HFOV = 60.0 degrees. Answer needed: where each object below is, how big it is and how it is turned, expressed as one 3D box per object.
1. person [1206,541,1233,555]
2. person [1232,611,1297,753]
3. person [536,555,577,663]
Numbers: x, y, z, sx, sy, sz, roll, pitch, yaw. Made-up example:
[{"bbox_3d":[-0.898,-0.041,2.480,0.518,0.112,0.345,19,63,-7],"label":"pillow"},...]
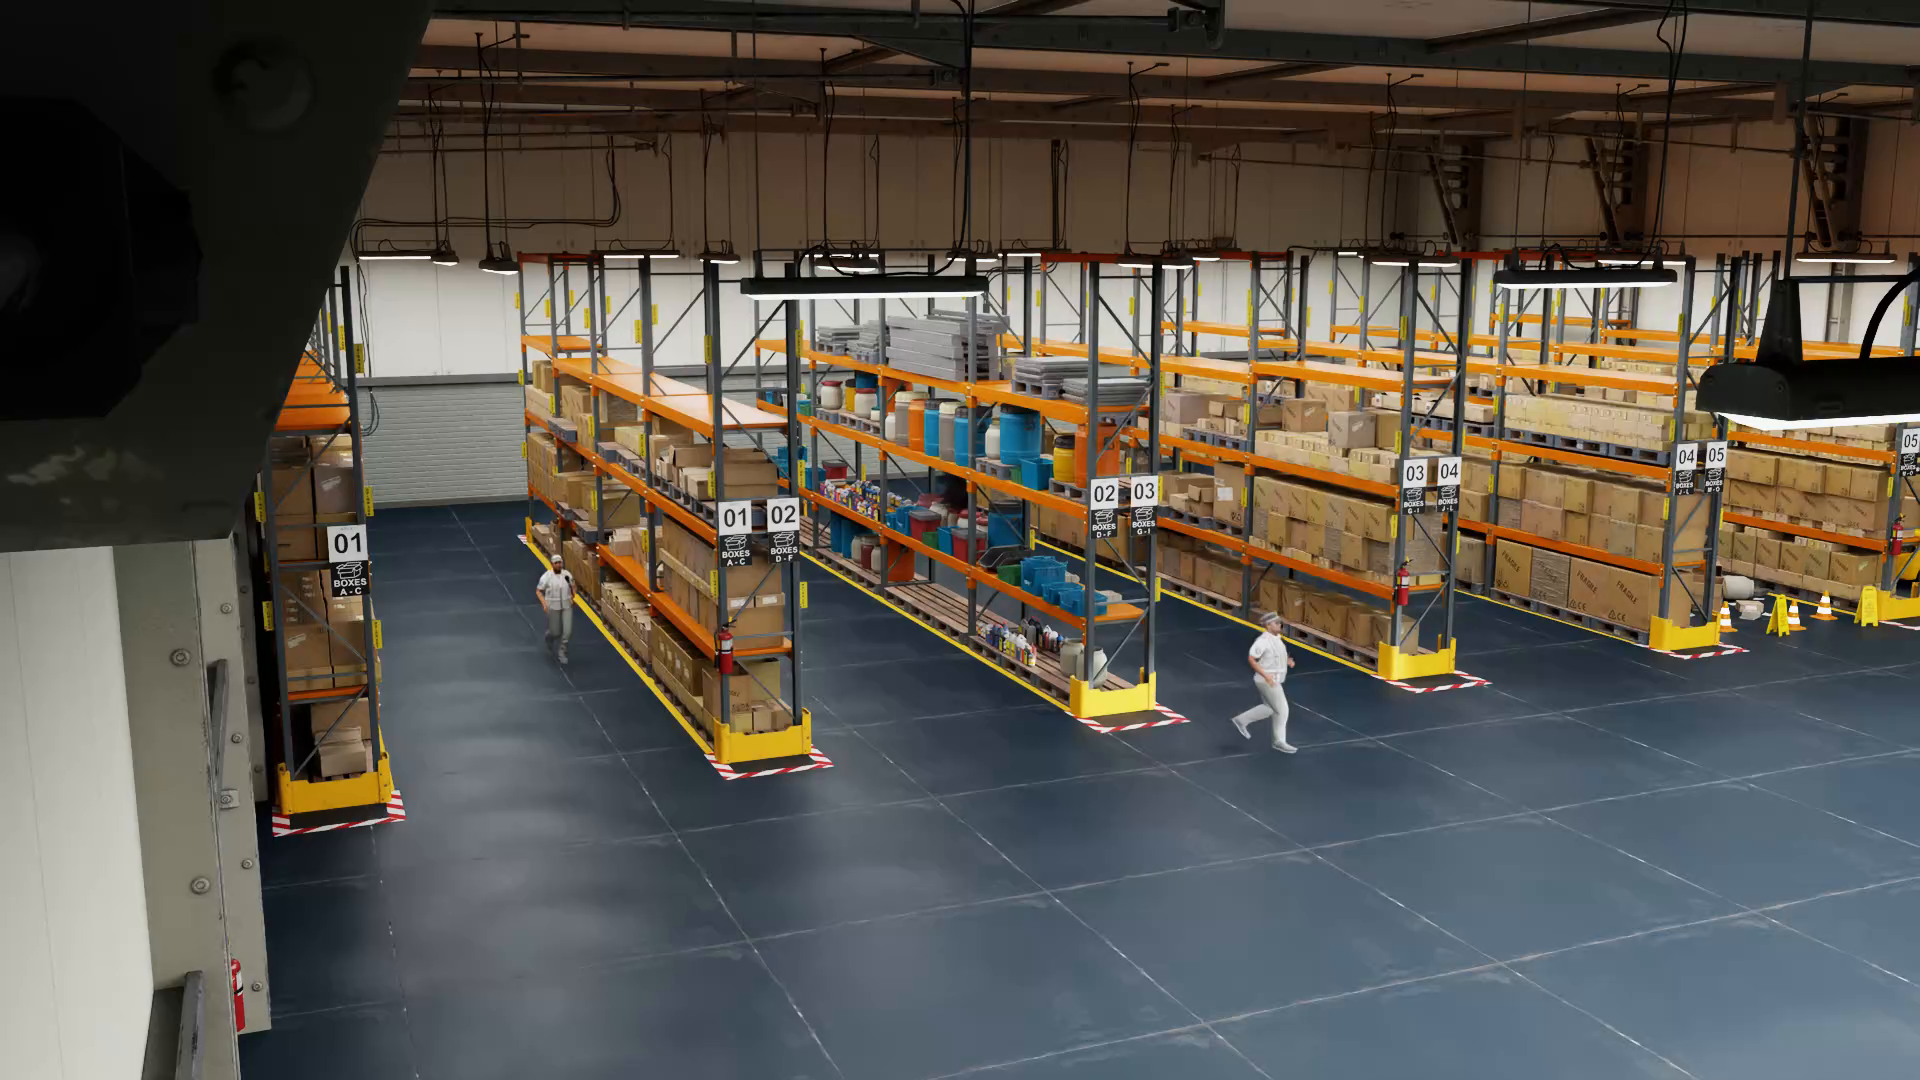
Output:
[{"bbox_3d":[5.098,-0.381,32.245,0.707,1.770,0.972,-5,12,-27],"label":"person"},{"bbox_3d":[3.816,1.737,20.693,0.837,1.791,0.653,4,11,20],"label":"person"},{"bbox_3d":[-6.054,1.017,25.058,0.614,1.631,0.575,-6,12,-28],"label":"person"}]
